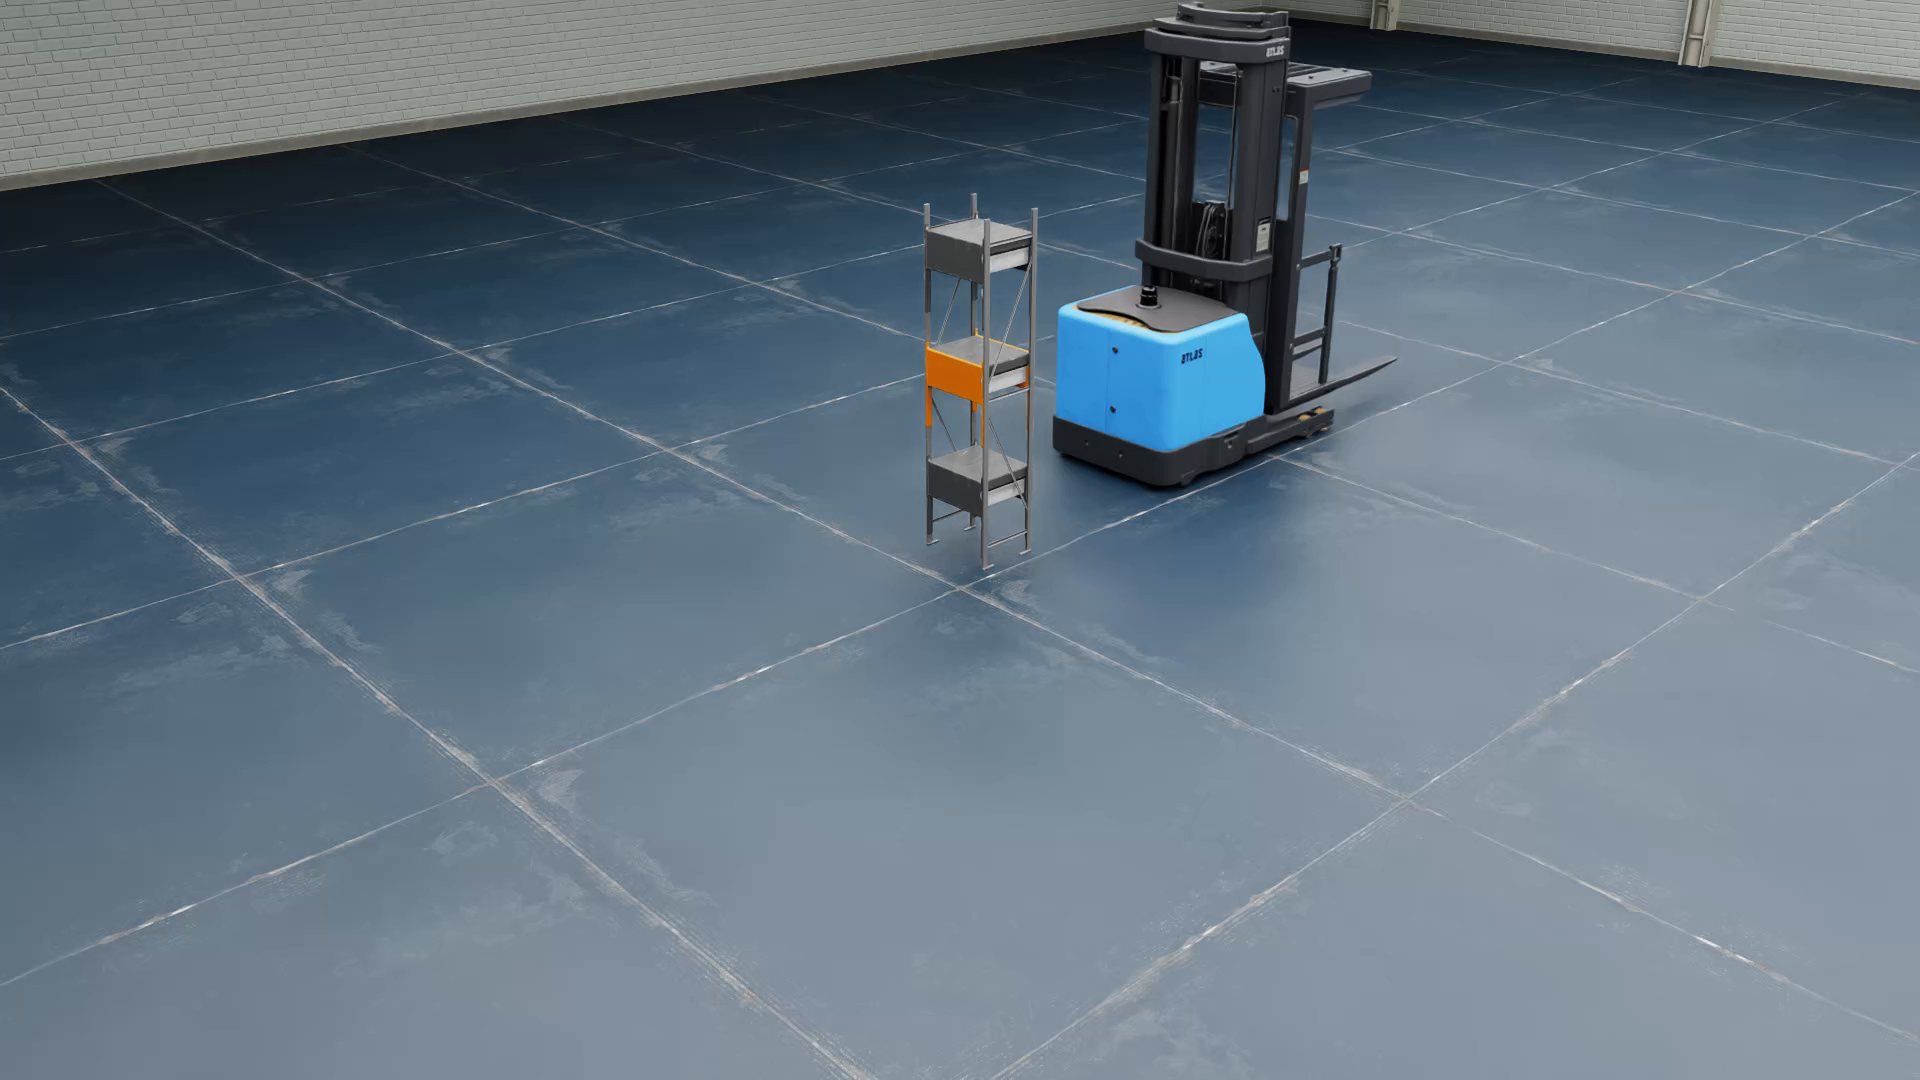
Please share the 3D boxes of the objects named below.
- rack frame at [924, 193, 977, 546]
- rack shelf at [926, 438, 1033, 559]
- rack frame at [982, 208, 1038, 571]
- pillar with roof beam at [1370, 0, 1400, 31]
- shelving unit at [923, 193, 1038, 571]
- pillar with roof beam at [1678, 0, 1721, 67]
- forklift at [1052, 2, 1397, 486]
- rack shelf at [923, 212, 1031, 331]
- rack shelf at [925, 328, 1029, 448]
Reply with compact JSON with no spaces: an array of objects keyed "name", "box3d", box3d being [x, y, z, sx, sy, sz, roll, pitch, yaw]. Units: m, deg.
[{"name":"rack frame","box3d":[-0.054,-0.979,9.866,0.400,2.100,0.015,-21,32,-38]},{"name":"rack shelf","box3d":[0.113,-0.256,10.000,0.431,0.518,0.480,-21,32,-38]},{"name":"rack frame","box3d":[0.280,-0.831,9.542,0.400,2.100,0.015,-21,32,-38]},{"name":"pillar with roof beam","box3d":[4.847,-12.519,26.851,9.100,9.000,0.400,-21,32,-38]},{"name":"shelving unit","box3d":[0.113,-0.905,9.704,0.431,2.100,0.503,-21,32,-38]},{"name":"pillar with roof beam","box3d":[8.948,-10.702,22.866,9.100,9.000,0.400,-21,32,-38]},{"name":"forklift","box3d":[2.047,-2.194,11.529,3.031,2.935,1.130,-22,32,-39]},{"name":"rack shelf","box3d":[0.113,-1.530,9.419,0.431,0.518,0.480,-21,32,-38]},{"name":"rack shelf","box3d":[0.113,-0.893,9.710,0.431,0.518,0.480,-21,32,-38]}]
